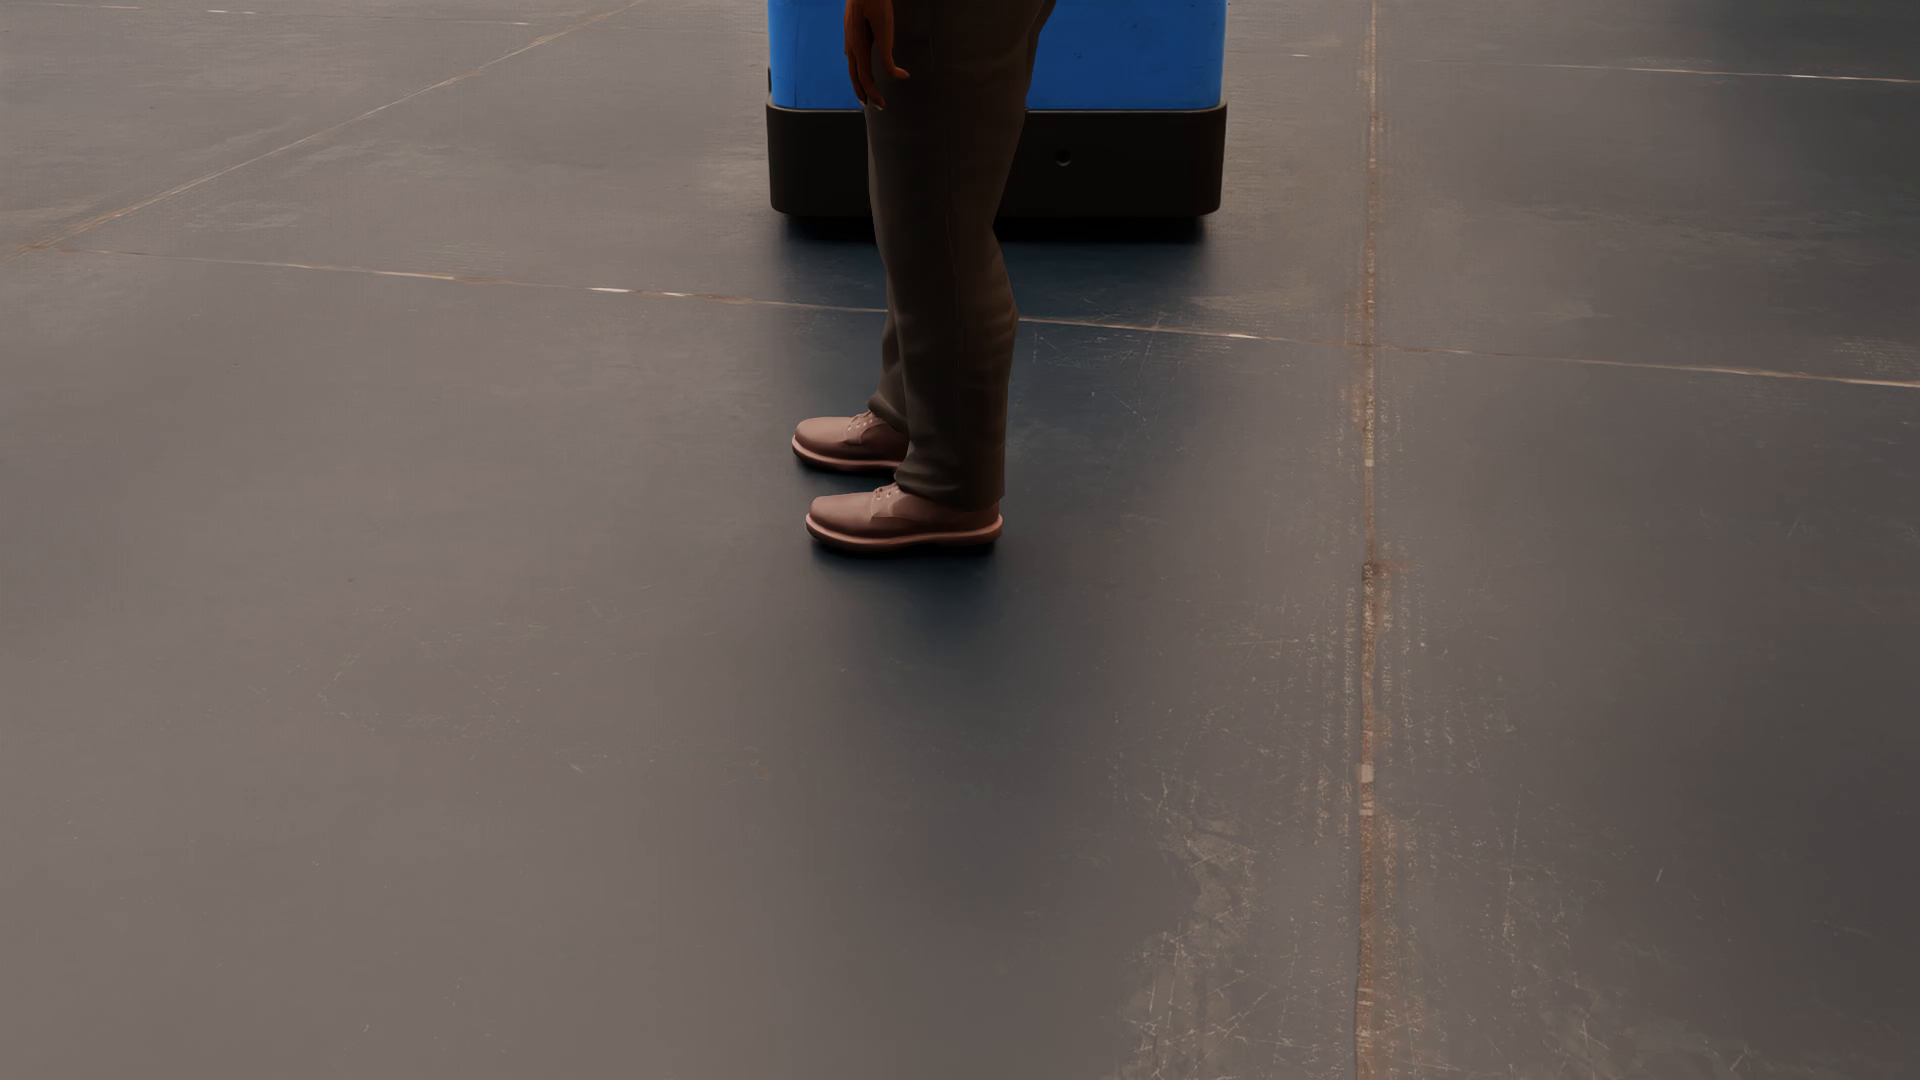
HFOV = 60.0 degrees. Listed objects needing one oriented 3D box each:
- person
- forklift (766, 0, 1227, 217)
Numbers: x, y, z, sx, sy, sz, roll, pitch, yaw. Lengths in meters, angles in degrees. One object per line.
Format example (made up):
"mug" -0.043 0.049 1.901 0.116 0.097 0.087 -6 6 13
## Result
"person" -0.081 -0.762 2.159 0.504 1.654 0.569 6 27 11
"forklift" 0.091 -2.665 4.528 1.130 2.935 3.031 0 27 0
